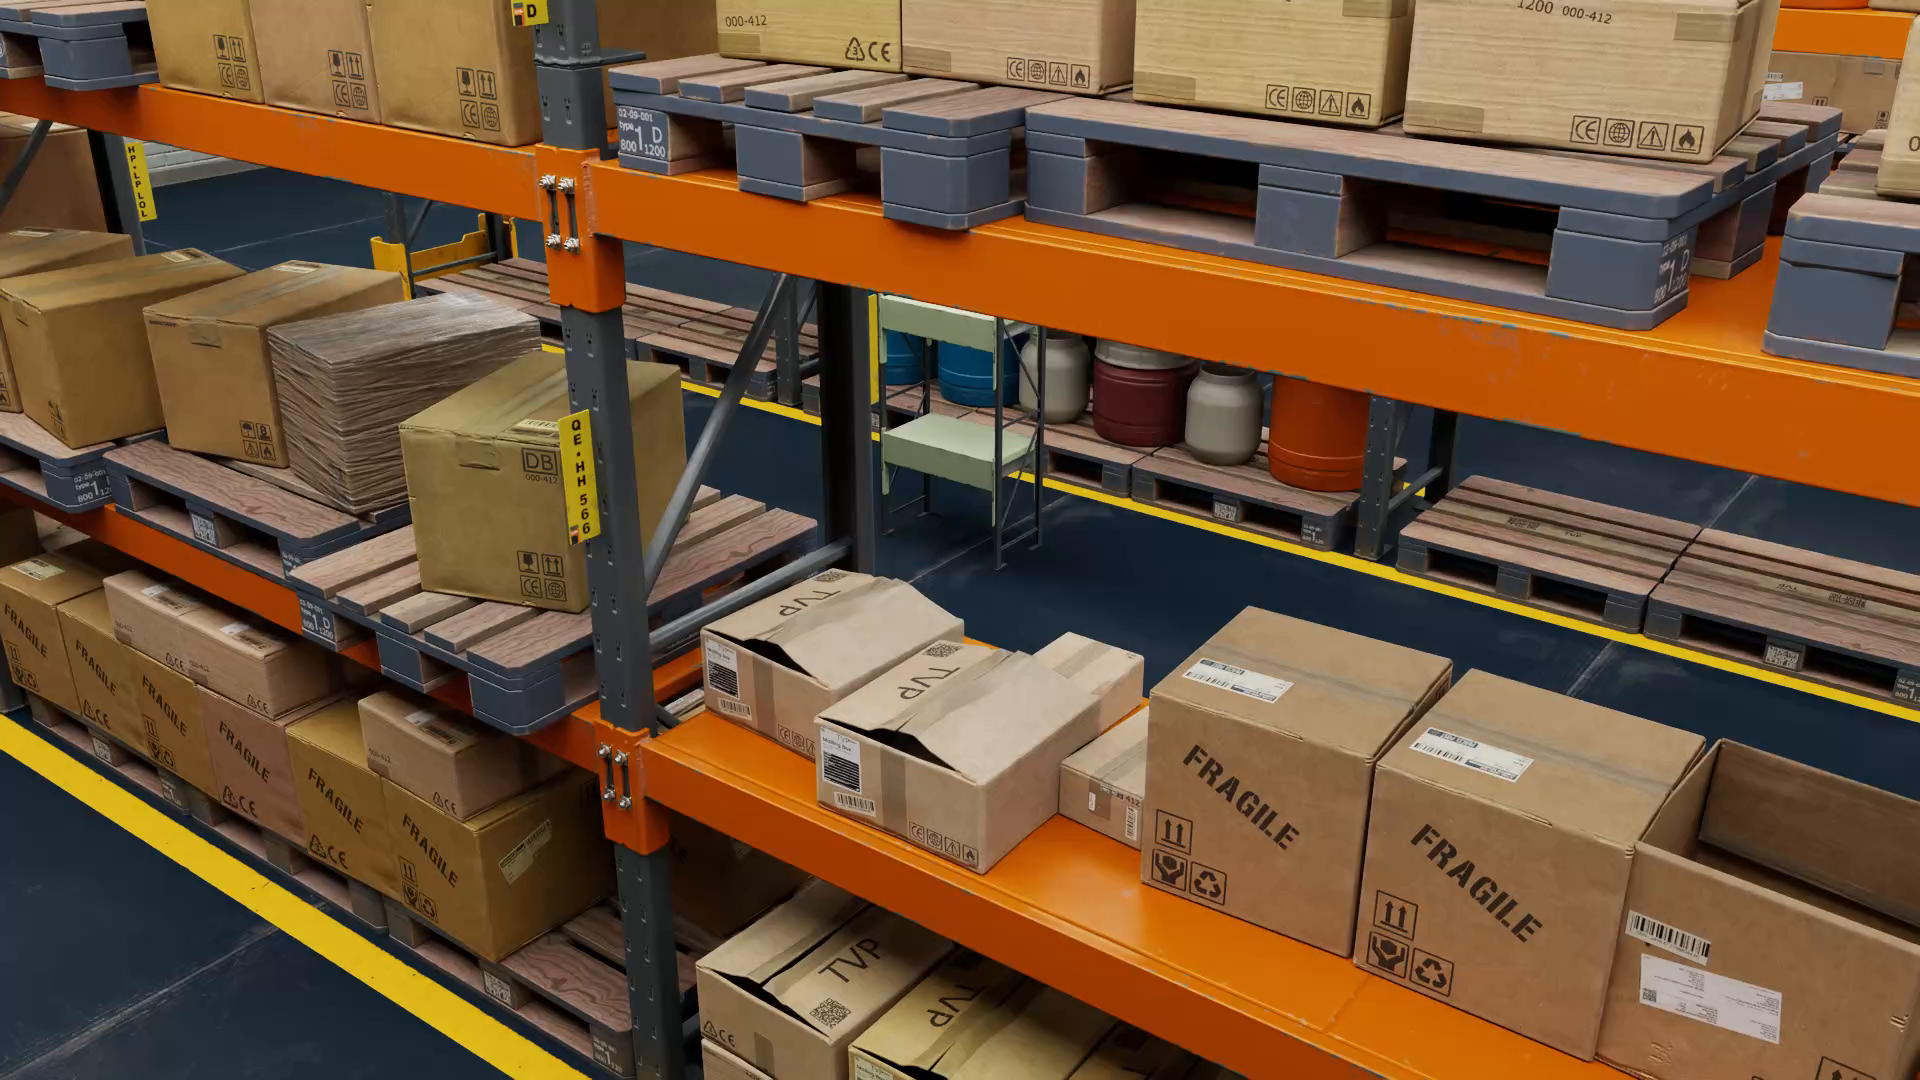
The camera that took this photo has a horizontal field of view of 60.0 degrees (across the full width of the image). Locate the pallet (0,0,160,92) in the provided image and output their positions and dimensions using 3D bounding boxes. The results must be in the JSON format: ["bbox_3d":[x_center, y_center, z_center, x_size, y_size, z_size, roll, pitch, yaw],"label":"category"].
[{"bbox_3d":[-2.491,-1.659,5.307,1.003,0.211,1.213,17,29,33],"label":"pallet"}]

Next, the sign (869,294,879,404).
[{"bbox_3d":[-0.272,-0.545,4.830,0.005,0.325,0.100,17,29,33],"label":"sign"}]

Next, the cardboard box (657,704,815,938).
[{"bbox_3d":[-0.795,0.905,5.529,0.500,0.500,0.500,18,30,35],"label":"cardboard box"}]

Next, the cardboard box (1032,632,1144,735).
[{"bbox_3d":[0.283,0.408,4.414,0.250,0.149,0.380,17,29,33],"label":"cardboard box"}]

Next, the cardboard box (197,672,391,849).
[{"bbox_3d":[-2.329,0.707,5.979,0.500,0.500,0.500,16,28,31],"label":"cardboard box"}]

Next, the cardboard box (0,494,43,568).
[{"bbox_3d":[-4.429,0.094,7.371,0.500,0.500,0.500,17,29,33],"label":"cardboard box"}]

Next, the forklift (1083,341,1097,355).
[{"bbox_3d":[0.935,-2.741,11.336,3.031,2.935,1.130,8,25,18],"label":"forklift"}]

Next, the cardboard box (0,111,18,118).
[{"bbox_3d":[-4.424,-1.635,7.376,0.500,0.500,0.500,16,28,32],"label":"cardboard box"}]

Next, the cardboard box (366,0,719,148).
[{"bbox_3d":[-0.971,-1.348,4.245,0.500,0.500,0.910,17,29,33],"label":"cardboard box"}]

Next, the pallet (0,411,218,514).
[{"bbox_3d":[-3.229,-0.486,6.370,1.213,0.211,1.003,17,29,33],"label":"pallet"}]

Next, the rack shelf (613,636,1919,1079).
[{"bbox_3d":[0.998,0.978,3.702,4.000,0.370,1.077,17,29,33],"label":"rack shelf"}]

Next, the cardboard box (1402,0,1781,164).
[{"bbox_3d":[1.105,-0.846,2.895,0.500,0.250,0.500,14,27,29],"label":"cardboard box"}]

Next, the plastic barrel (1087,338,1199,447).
[{"bbox_3d":[1.066,-0.907,9.557,0.708,0.588,0.600,17,29,33],"label":"plastic barrel"}]

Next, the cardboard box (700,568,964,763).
[{"bbox_3d":[-0.337,0.308,4.441,0.500,0.311,0.500,19,30,36],"label":"cardboard box"}]

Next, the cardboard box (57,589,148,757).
[{"bbox_3d":[-3.129,0.461,6.537,0.500,0.500,0.500,17,29,34],"label":"cardboard box"}]

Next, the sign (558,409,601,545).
[{"bbox_3d":[-0.920,-0.151,4.035,0.005,0.325,0.100,17,29,33],"label":"sign"}]

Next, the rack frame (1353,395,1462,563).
[{"bbox_3d":[2.372,-1.432,8.280,0.127,3.000,1.000,17,29,33],"label":"rack frame"}]

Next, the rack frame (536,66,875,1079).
[{"bbox_3d":[-0.602,0.165,4.655,0.127,3.000,1.000,17,29,33],"label":"rack frame"}]

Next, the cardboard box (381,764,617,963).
[{"bbox_3d":[-1.491,0.957,5.412,0.500,0.500,0.500,18,30,35],"label":"cardboard box"}]

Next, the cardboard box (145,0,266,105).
[{"bbox_3d":[-1.796,-1.597,4.810,0.500,0.500,0.910,17,29,33],"label":"cardboard box"}]

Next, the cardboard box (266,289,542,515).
[{"bbox_3d":[-1.791,-0.471,5.455,0.700,0.500,0.500,-20,31,-38],"label":"cardboard box"}]

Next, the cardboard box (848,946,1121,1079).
[{"bbox_3d":[0.066,1.320,4.227,0.500,0.311,0.500,16,28,32],"label":"cardboard box"}]

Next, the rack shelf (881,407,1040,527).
[{"bbox_3d":[0.005,-0.386,8.575,0.720,0.370,0.431,17,29,33],"label":"rack shelf"}]

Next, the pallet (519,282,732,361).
[{"bbox_3d":[-2.421,-1.583,12.082,1.213,0.211,1.003,17,29,33],"label":"pallet"}]

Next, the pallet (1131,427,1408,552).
[{"bbox_3d":[1.716,-0.333,9.244,1.213,0.211,1.003,17,29,33],"label":"pallet"}]

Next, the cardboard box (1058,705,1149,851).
[{"bbox_3d":[0.452,0.570,4.047,0.250,0.149,0.380,19,30,37],"label":"cardboard box"}]

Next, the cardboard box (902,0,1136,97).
[{"bbox_3d":[0.225,-1.119,3.513,0.500,0.250,0.500,18,29,35],"label":"cardboard box"}]

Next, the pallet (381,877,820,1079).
[{"bbox_3d":[-1.177,1.249,5.655,1.213,0.211,1.003,17,29,33],"label":"pallet"}]

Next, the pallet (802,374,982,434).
[{"bbox_3d":[-0.237,-0.923,10.584,1.213,0.211,1.003,17,29,33],"label":"pallet"}]

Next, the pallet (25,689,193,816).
[{"bbox_3d":[-3.129,0.659,6.994,1.213,0.211,1.003,17,29,33],"label":"pallet"}]

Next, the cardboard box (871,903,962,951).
[{"bbox_3d":[-0.035,1.022,4.904,0.500,0.311,0.500,18,29,35],"label":"cardboard box"}]

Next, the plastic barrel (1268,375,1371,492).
[{"bbox_3d":[1.970,-0.744,8.889,0.708,0.830,0.600,17,29,33],"label":"plastic barrel"}]

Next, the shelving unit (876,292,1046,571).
[{"bbox_3d":[0.005,-0.685,8.444,0.755,1.500,0.431,17,29,33],"label":"shelving unit"}]

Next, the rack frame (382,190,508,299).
[{"bbox_3d":[-4.030,-3.367,12.671,0.127,3.000,1.000,17,29,33],"label":"rack frame"}]

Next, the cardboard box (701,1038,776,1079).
[{"bbox_3d":[-0.359,1.453,4.622,0.500,0.250,0.500,17,29,33],"label":"cardboard box"}]

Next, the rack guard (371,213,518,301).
[{"bbox_3d":[-4.057,-2.224,13.178,0.348,0.500,1.175,17,29,33],"label":"rack guard"}]

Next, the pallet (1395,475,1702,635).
[{"bbox_3d":[2.968,0.044,8.389,1.213,0.211,1.003,17,29,33],"label":"pallet"}]

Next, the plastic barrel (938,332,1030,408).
[{"bbox_3d":[0.163,-1.323,10.114,0.708,0.901,0.600,17,29,33],"label":"plastic barrel"}]

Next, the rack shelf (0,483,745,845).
[{"bbox_3d":[-2.203,0.011,5.898,4.000,0.370,1.077,17,29,33],"label":"rack shelf"}]

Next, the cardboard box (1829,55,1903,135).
[{"bbox_3d":[6.305,-3.048,11.302,0.700,0.500,0.500,-22,32,-40],"label":"cardboard box"}]

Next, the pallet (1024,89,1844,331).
[{"bbox_3d":[0.891,-0.716,3.170,1.213,0.211,1.003,18,30,36],"label":"pallet"}]

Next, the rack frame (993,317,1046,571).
[{"bbox_3d":[0.298,-0.596,8.243,0.023,1.500,0.400,17,29,33],"label":"rack frame"}]

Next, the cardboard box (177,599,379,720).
[{"bbox_3d":[-2.360,0.356,5.847,0.500,0.250,0.500,16,29,32],"label":"cardboard box"}]

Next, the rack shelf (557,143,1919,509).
[{"bbox_3d":[0.998,-0.395,3.098,4.000,0.370,1.077,17,29,33],"label":"rack shelf"}]

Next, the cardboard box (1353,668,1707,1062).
[{"bbox_3d":[1.171,0.647,3.437,0.500,0.500,0.500,17,29,33],"label":"cardboard box"}]

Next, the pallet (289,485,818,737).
[{"bbox_3d":[-1.187,0.112,5.014,1.003,0.211,1.213,17,29,33],"label":"pallet"}]

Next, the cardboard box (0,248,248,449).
[{"bbox_3d":[-2.970,-0.707,5.991,0.700,0.500,0.500,-21,31,-39],"label":"cardboard box"}]

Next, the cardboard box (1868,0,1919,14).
[{"bbox_3d":[1.659,-0.999,2.312,0.500,0.500,0.500,20,31,38],"label":"cardboard box"}]

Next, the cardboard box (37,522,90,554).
[{"bbox_3d":[-4.009,0.056,7.692,0.500,0.311,0.500,17,29,33],"label":"cardboard box"}]
